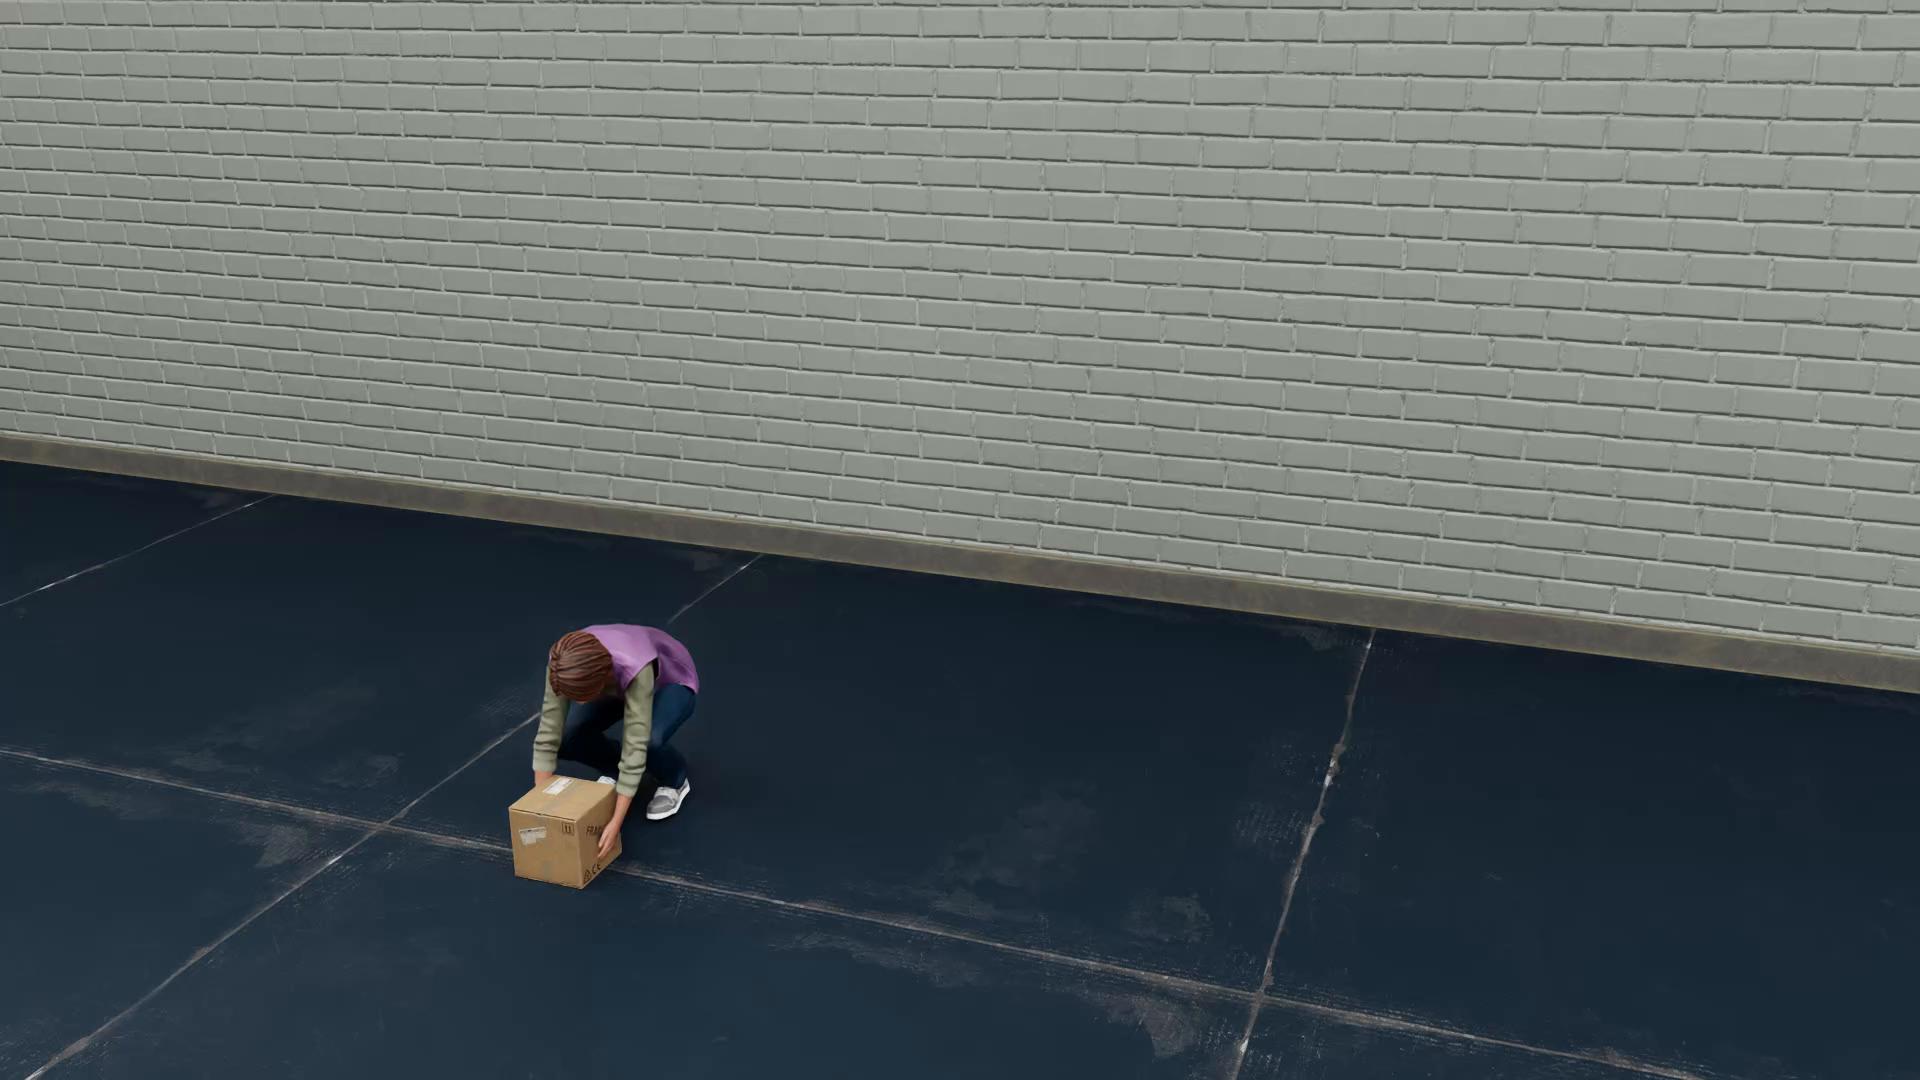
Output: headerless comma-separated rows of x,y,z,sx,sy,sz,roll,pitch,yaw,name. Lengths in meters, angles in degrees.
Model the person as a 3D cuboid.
-6.179,-0.688,5.624,10.192,3.198,3.339,6,20,18,person
